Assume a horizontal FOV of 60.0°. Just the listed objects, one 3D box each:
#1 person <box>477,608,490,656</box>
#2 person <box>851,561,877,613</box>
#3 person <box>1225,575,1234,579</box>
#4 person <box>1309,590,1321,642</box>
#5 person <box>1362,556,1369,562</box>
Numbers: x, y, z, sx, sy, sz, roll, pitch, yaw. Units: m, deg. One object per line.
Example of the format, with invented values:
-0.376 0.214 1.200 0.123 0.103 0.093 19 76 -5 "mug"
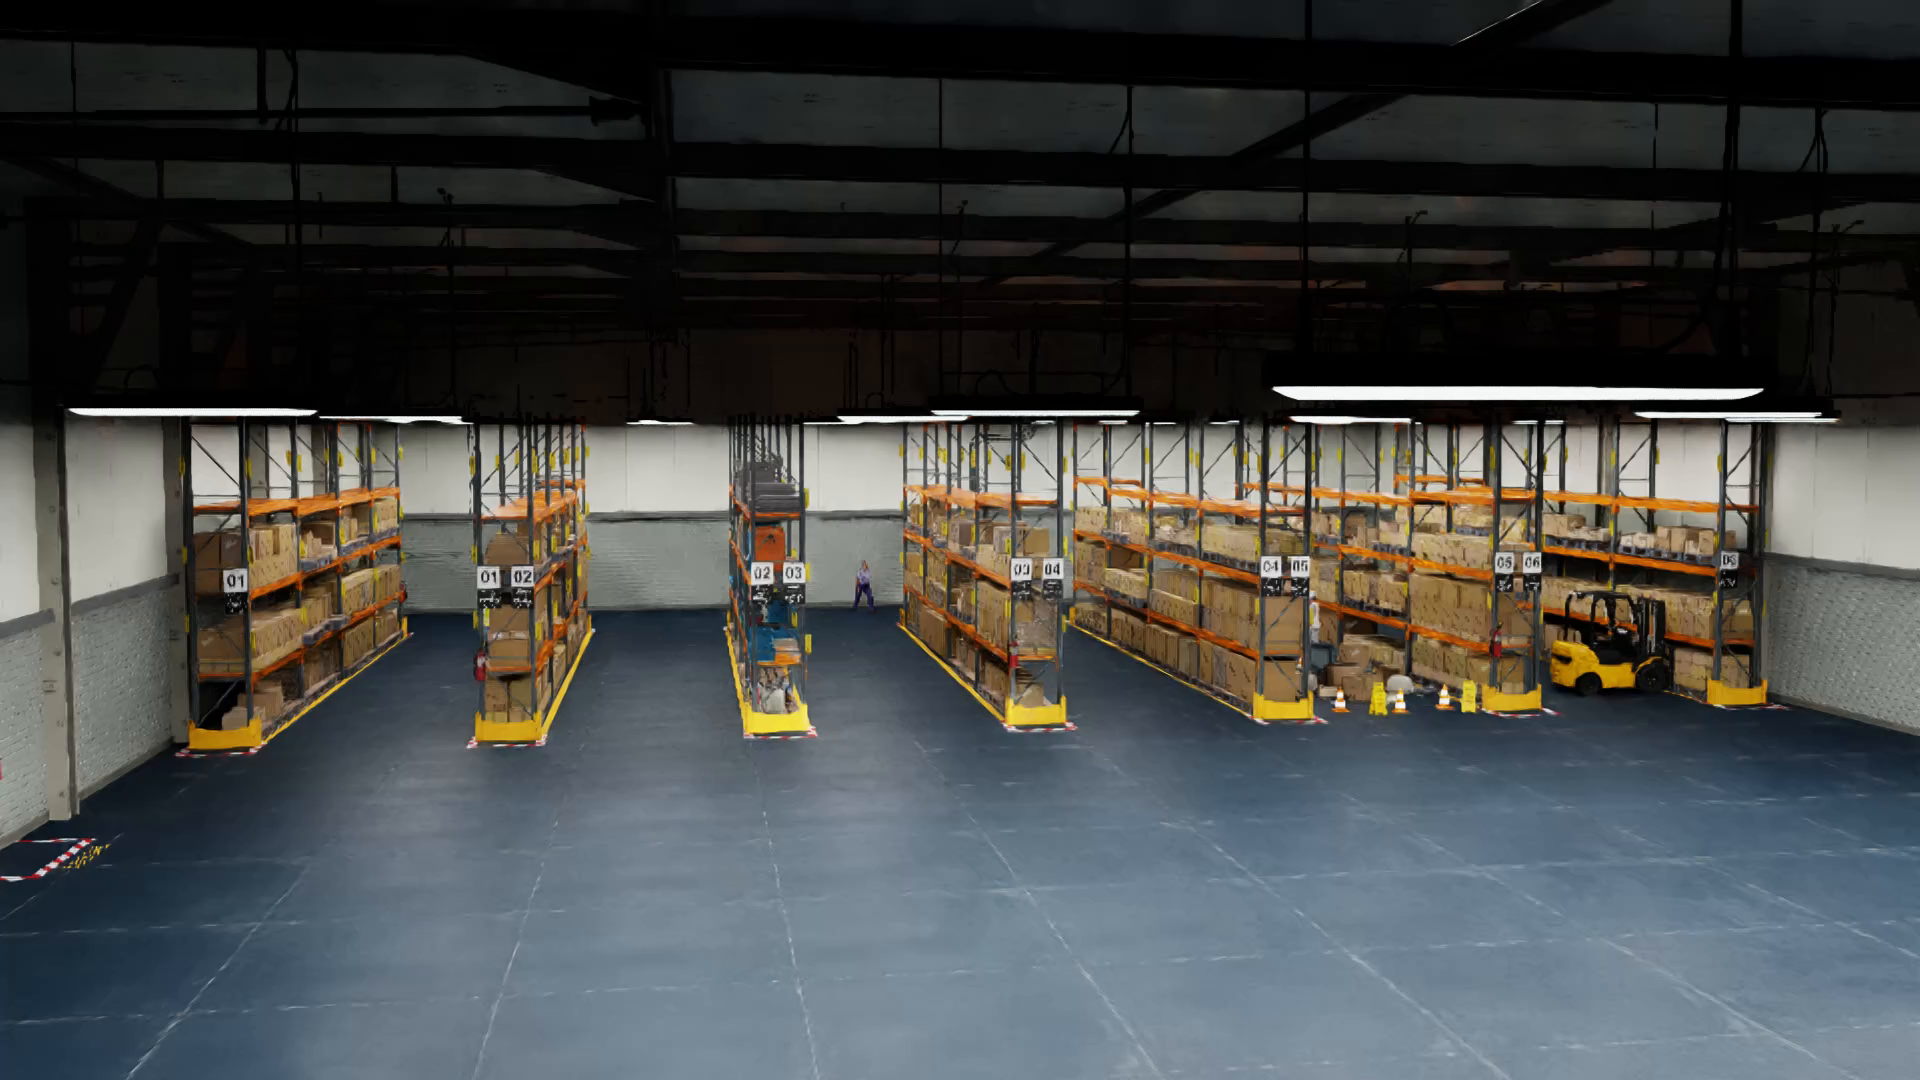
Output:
-11.542 2.093 40.927 0.719 1.713 0.578 -1 4 -11 "person"
-2.981 1.443 51.350 0.523 1.594 0.919 -2 5 -32 "person"
8.839 1.227 53.496 0.648 1.795 0.530 4 5 43 "person"
8.433 2.100 39.984 0.573 1.783 0.669 1 4 16 "person"
12.559 1.346 51.195 0.457 1.773 0.678 -3 5 -42 "person"
